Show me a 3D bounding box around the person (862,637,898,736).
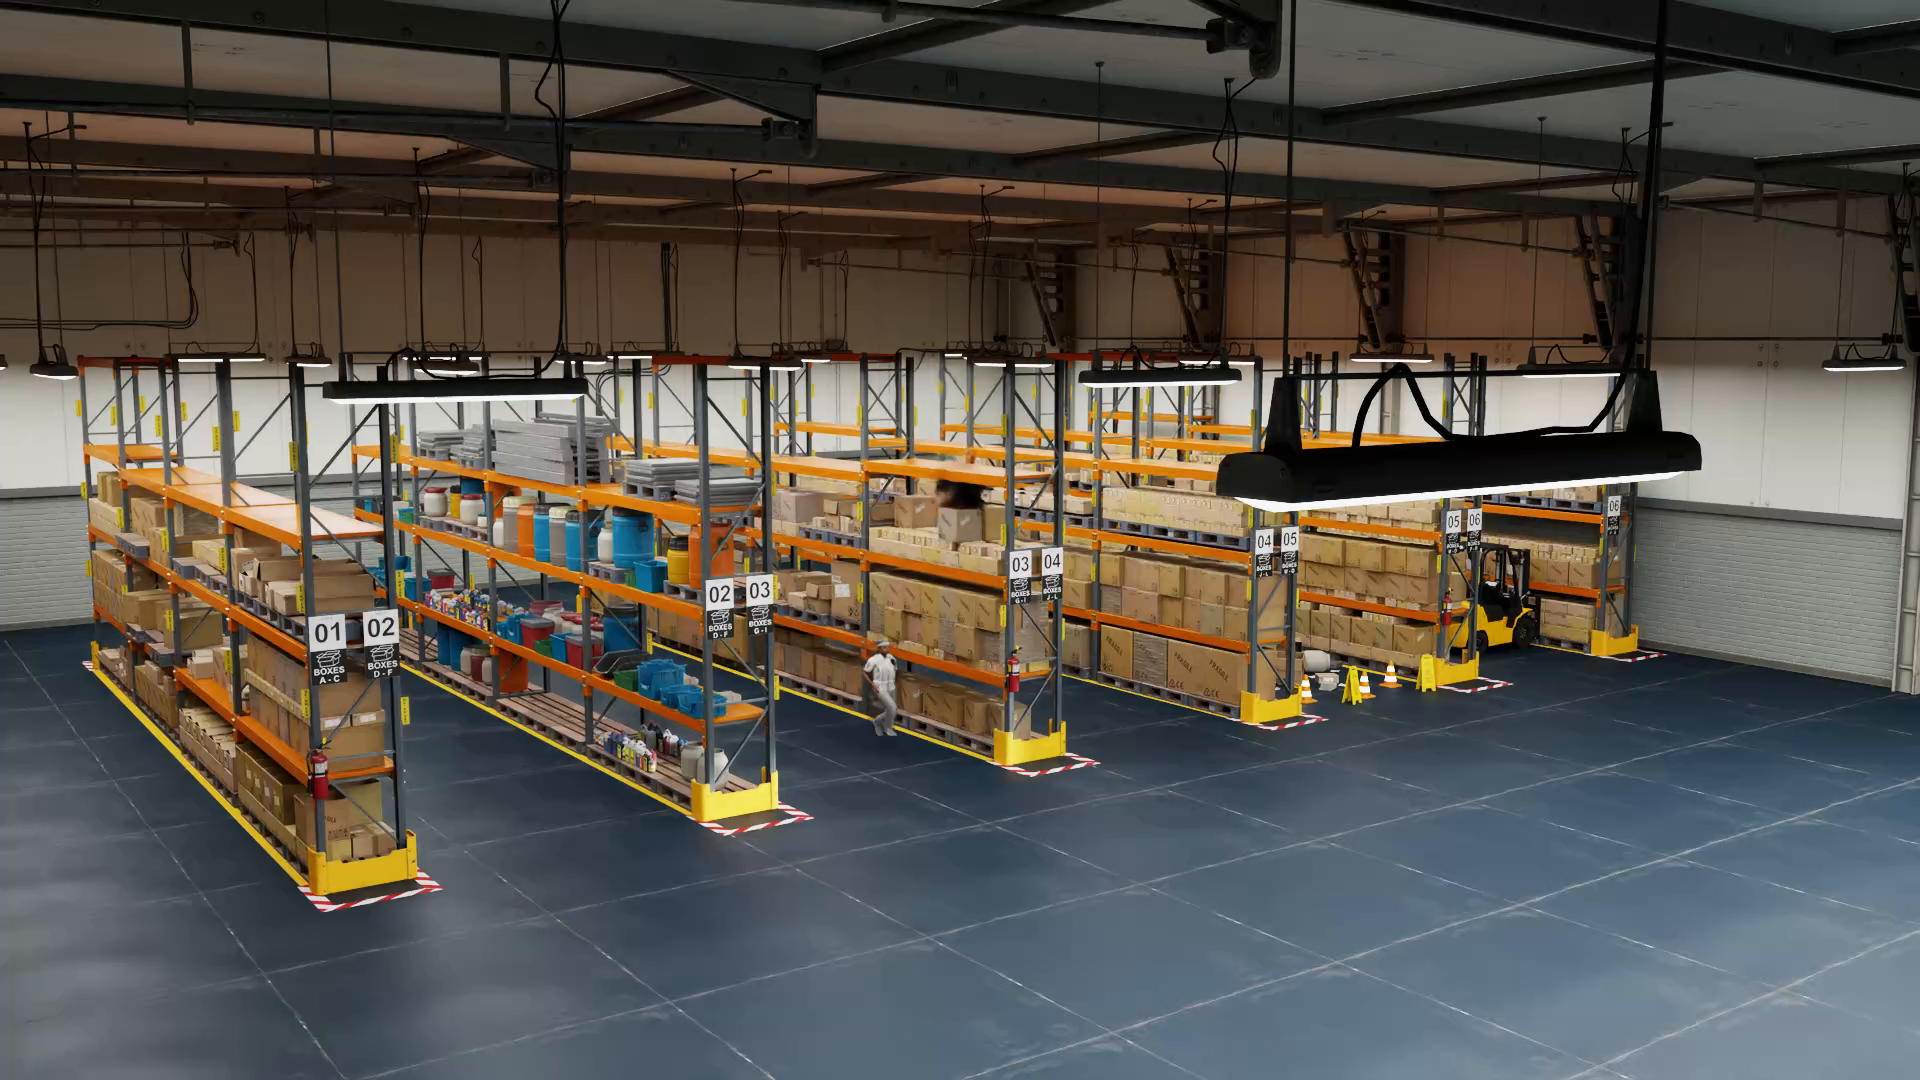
[{"bbox_3d":[-1.187,2.288,25.589,0.567,1.612,0.776,-5,8,-35],"label":"person"}]
